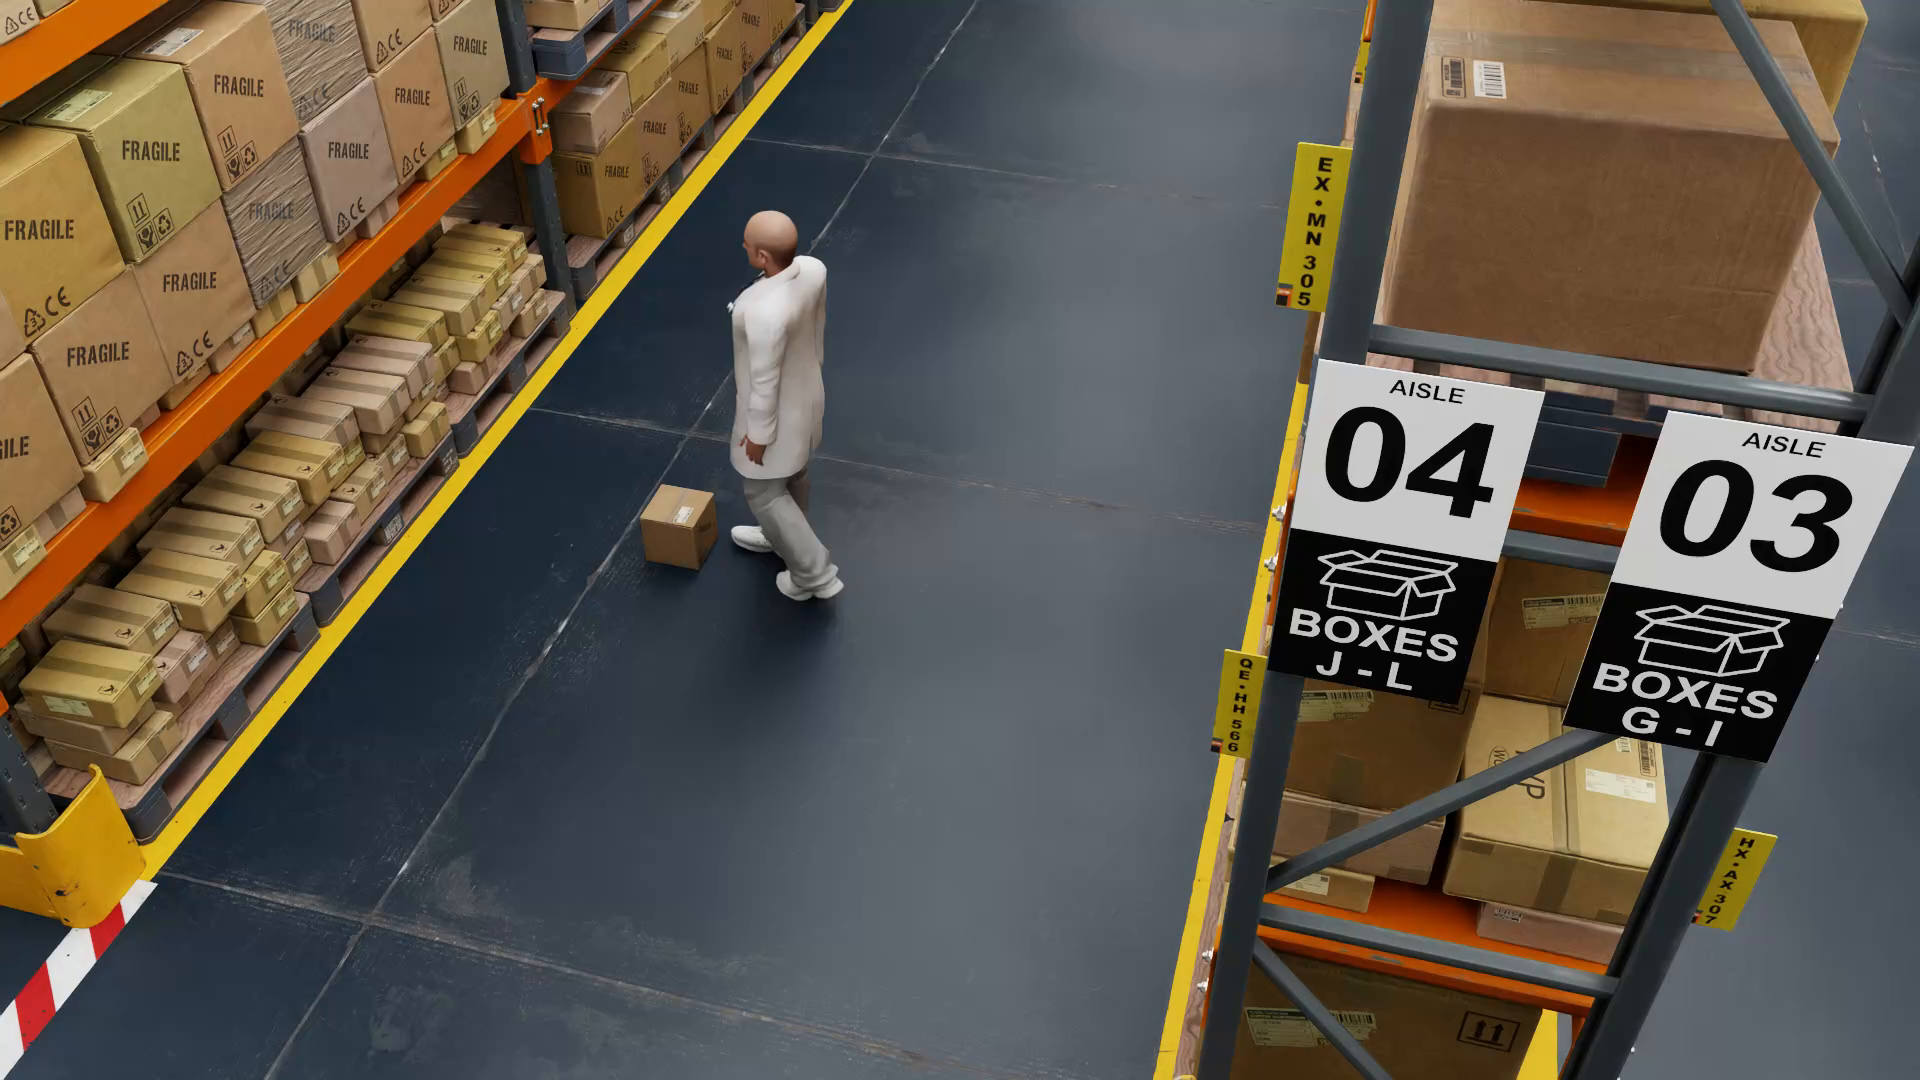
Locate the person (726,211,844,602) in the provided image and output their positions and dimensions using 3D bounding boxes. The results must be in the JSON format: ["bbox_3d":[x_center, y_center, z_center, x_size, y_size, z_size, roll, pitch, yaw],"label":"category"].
[{"bbox_3d":[-0.738,-0.554,6.822,0.664,1.802,0.613,15,43,17],"label":"person"}]
